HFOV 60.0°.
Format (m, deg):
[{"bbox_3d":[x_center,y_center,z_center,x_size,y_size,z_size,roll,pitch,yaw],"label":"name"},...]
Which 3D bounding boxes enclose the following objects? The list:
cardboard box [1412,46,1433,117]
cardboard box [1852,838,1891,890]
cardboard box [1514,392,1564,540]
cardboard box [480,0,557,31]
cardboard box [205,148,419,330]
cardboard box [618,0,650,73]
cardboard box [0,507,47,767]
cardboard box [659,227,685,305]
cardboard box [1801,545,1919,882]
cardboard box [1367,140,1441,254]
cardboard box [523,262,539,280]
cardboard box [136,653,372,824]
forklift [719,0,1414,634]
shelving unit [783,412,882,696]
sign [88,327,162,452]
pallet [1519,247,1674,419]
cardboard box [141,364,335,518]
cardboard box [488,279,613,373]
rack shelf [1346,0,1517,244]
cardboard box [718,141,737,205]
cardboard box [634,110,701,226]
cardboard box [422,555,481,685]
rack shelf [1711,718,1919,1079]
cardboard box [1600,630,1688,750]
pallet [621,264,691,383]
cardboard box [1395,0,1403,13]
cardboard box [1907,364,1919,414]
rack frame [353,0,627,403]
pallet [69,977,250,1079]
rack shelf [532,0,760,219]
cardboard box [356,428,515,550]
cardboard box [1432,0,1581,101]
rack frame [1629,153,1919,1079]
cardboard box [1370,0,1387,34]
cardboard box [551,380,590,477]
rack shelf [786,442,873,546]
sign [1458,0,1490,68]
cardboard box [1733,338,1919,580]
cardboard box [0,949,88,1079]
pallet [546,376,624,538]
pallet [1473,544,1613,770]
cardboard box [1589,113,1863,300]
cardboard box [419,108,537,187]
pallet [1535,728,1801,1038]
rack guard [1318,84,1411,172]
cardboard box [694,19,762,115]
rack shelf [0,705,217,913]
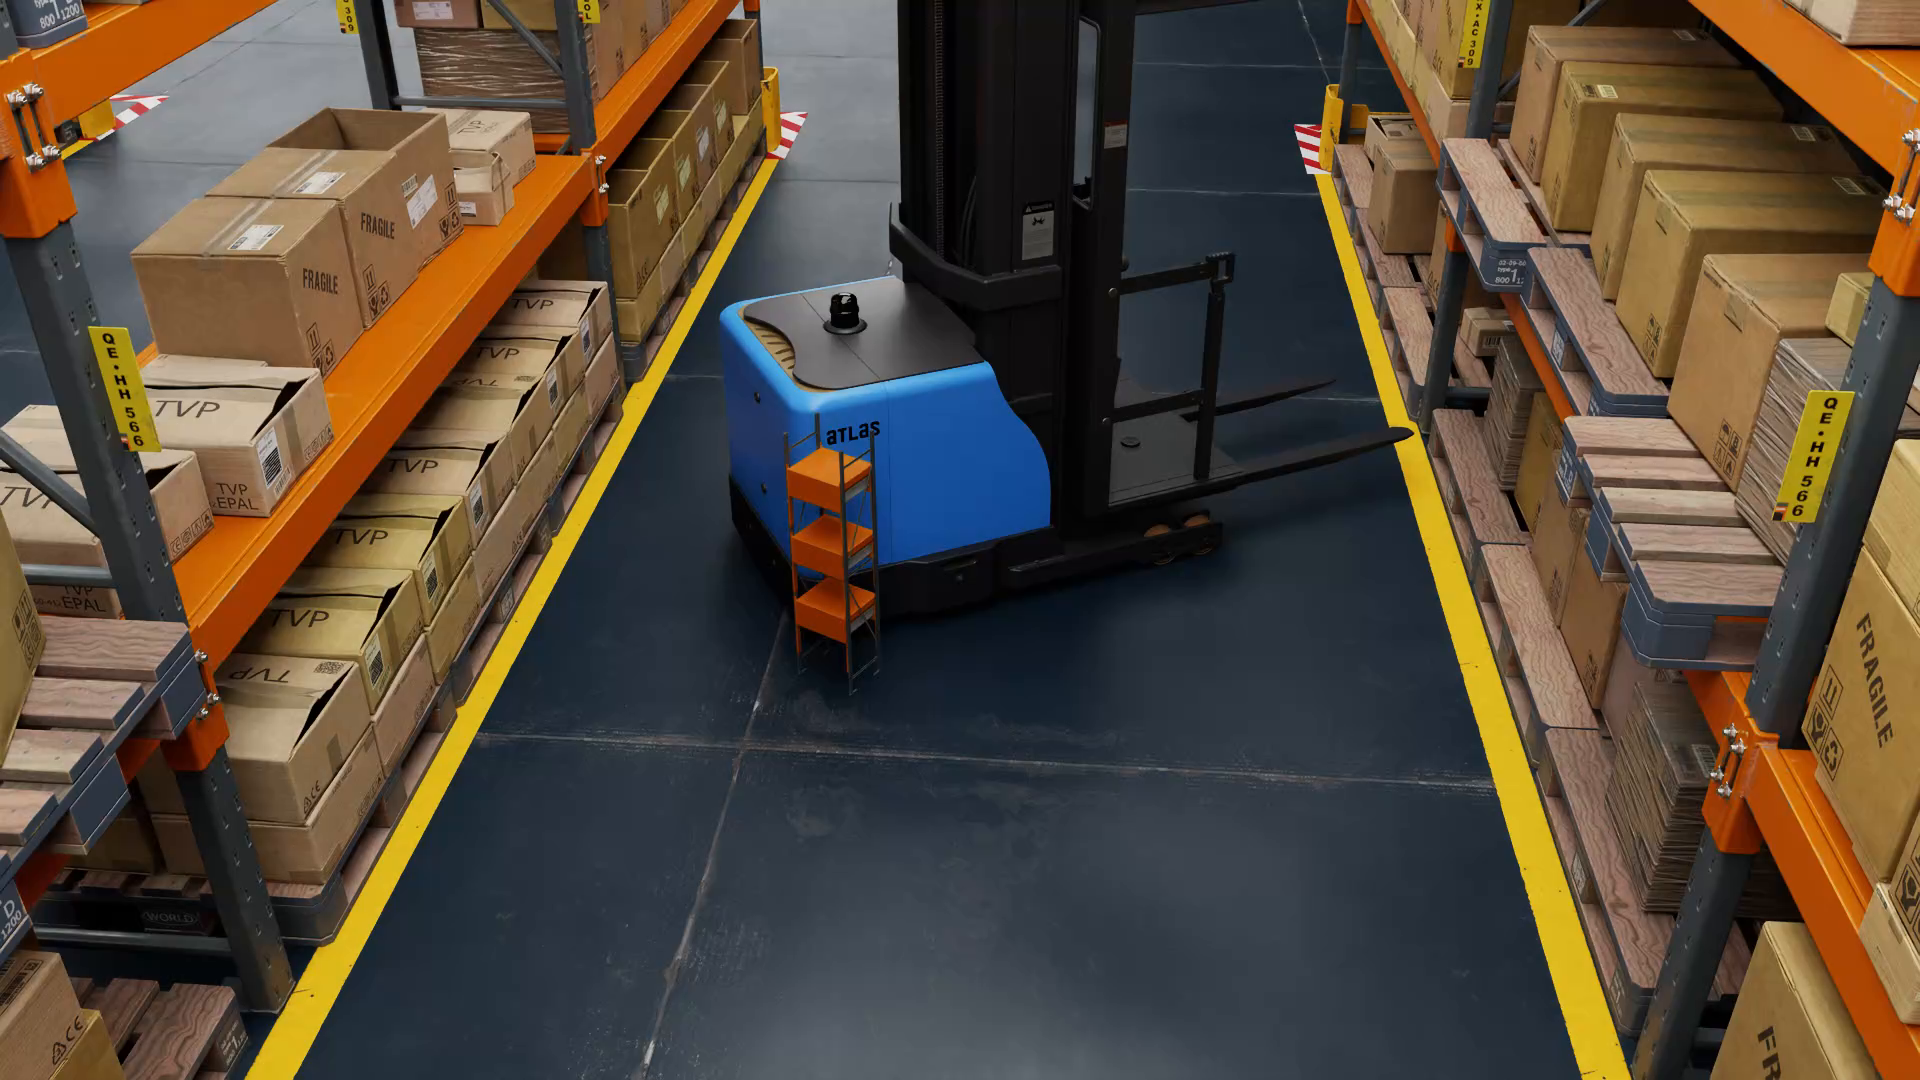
[{"bbox_3d":[2.529,-2.260,8.182,0.500,0.250,0.500,3,32,4],"label":"cardboard box"},{"bbox_3d":[2.131,0.689,3.493,0.380,0.149,0.250,3,32,5],"label":"cardboard box"},{"bbox_3d":[2.708,-0.259,6.775,0.700,0.500,0.500,2,32,3],"label":"cardboard box"},{"bbox_3d":[-1.979,-2.455,7.661,0.380,0.149,0.250,2,32,4],"label":"cardboard box"},{"bbox_3d":[-2.356,-1.108,6.094,0.500,0.500,0.500,3,32,4],"label":"cardboard box"},{"bbox_3d":[-2.083,-2.817,8.867,0.700,0.500,0.500,3,32,5],"label":"cardboard box"},{"bbox_3d":[-2.458,0.201,3.570,0.700,0.500,0.500,-8,33,-13],"label":"cardboard box"},{"bbox_3d":[-1.808,-1.503,9.050,0.500,0.250,0.500,2,32,4],"label":"cardboard box"},{"bbox_3d":[2.123,0.363,3.404,0.500,0.500,0.500,3,32,5],"label":"cardboard box"},{"bbox_3d":[2.767,-1.971,9.553,0.700,0.500,0.500,1,32,1],"label":"cardboard box"},{"bbox_3d":[-2.374,-1.264,8.662,0.500,0.250,0.500,2,32,4],"label":"cardboard box"},{"bbox_3d":[-2.184,0.579,5.137,0.500,0.311,0.500,3,32,6],"label":"cardboard box"},{"bbox_3d":[0.569,-1.382,6.699,3.031,2.935,1.130,-13,34,-20],"label":"forklift"},{"bbox_3d":[-0.464,0.064,6.145,0.252,1.050,0.215,19,36,28],"label":"shelving unit"},{"bbox_3d":[-1.978,-0.353,3.936,0.100,0.325,0.005,2,32,4],"label":"sign"},{"bbox_3d":[2.538,-0.658,5.641,1.003,0.211,1.213,2,32,4],"label":"pallet"},{"bbox_3d":[-2.254,-0.334,5.017,0.500,0.311,0.500,2,32,3],"label":"cardboard box"},{"bbox_3d":[-1.941,-1.027,7.743,0.500,0.311,0.500,2,32,4],"label":"cardboard box"},{"bbox_3d":[2.907,-2.534,9.188,1.077,0.370,4.000,2,32,4],"label":"rack shelf"},{"bbox_3d":[-1.685,-2.287,10.323,0.500,0.250,0.500,2,32,4],"label":"cardboard box"},{"bbox_3d":[-1.763,-2.083,9.277,0.500,0.500,0.500,2,32,4],"label":"cardboard box"},{"bbox_3d":[-2.108,0.283,6.152,0.500,0.250,0.500,2,32,3],"label":"cardboard box"},{"bbox_3d":[2.255,1.649,2.400,1.077,0.370,4.000,2,32,4],"label":"rack shelf"},{"bbox_3d":[2.583,0.531,5.492,0.700,0.500,0.500,2,32,4],"label":"cardboard box"},{"bbox_3d":[-2.087,-1.231,9.046,1.003,0.211,1.213,2,32,4],"label":"pallet"},{"bbox_3d":[2.602,-3.115,8.854,0.500,0.500,0.500,3,32,6],"label":"cardboard box"},{"bbox_3d":[2.416,-0.390,3.891,0.380,0.149,0.250,-2,32,-2],"label":"cardboard box"},{"bbox_3d":[-2.194,-2.004,7.643,1.000,3.000,0.127,2,32,4],"label":"rack frame"},{"bbox_3d":[-2.618,1.664,4.349,1.003,0.211,1.213,2,32,4],"label":"pallet"},{"bbox_3d":[-2.031,-2.743,9.528,1.077,0.370,4.000,2,32,4],"label":"rack shelf"},{"bbox_3d":[-2.065,-0.231,6.452,0.500,0.311,0.500,2,32,3],"label":"cardboard box"},{"bbox_3d":[2.474,-2.319,7.562,0.500,0.500,0.500,2,32,4],"label":"cardboard box"},{"bbox_3d":[2.418,0.297,3.908,1.000,3.000,0.127,2,32,4],"label":"rack frame"},{"bbox_3d":[2.638,-3.051,9.465,0.500,0.250,0.500,2,32,3],"label":"cardboard box"},{"bbox_3d":[-1.982,-0.518,7.453,0.500,0.250,0.500,2,32,3],"label":"cardboard box"},{"bbox_3d":[-0.464,-0.168,6.002,0.240,0.259,0.215,19,36,28],"label":"rack shelf"},{"bbox_3d":[2.202,-2.182,7.106,0.100,0.325,0.005,2,32,4],"label":"sign"},{"bbox_3d":[2.446,-0.179,4.166,0.700,0.500,0.500,-1,32,-2],"label":"cardboard box"},{"bbox_3d":[-2.362,1.174,3.734,0.500,0.250,0.500,4,32,6],"label":"cardboard box"},{"bbox_3d":[-2.215,-0.430,7.746,1.003,0.211,1.213,2,32,4],"label":"pallet"},{"bbox_3d":[2.585,0.440,6.335,1.003,0.211,1.213,2,32,4],"label":"pallet"},{"bbox_3d":[2.593,-1.122,5.697,0.700,0.500,0.500,7,32,11],"label":"cardboard box"},{"bbox_3d":[-2.190,-1.681,7.261,0.500,0.250,0.500,4,32,7],"label":"cardboard box"},{"bbox_3d":[2.483,1.076,5.303,1.003,0.211,1.213,2,32,4],"label":"pallet"},{"bbox_3d":[3.063,-2.782,11.288,1.175,0.500,0.348,2,32,4],"label":"rack guard"},{"bbox_3d":[-1.615,-3.130,10.975,0.500,0.500,0.500,2,32,4],"label":"cardboard box"},{"bbox_3d":[-2.682,1.440,2.740,1.077,0.370,4.000,2,32,4],"label":"rack shelf"}]
